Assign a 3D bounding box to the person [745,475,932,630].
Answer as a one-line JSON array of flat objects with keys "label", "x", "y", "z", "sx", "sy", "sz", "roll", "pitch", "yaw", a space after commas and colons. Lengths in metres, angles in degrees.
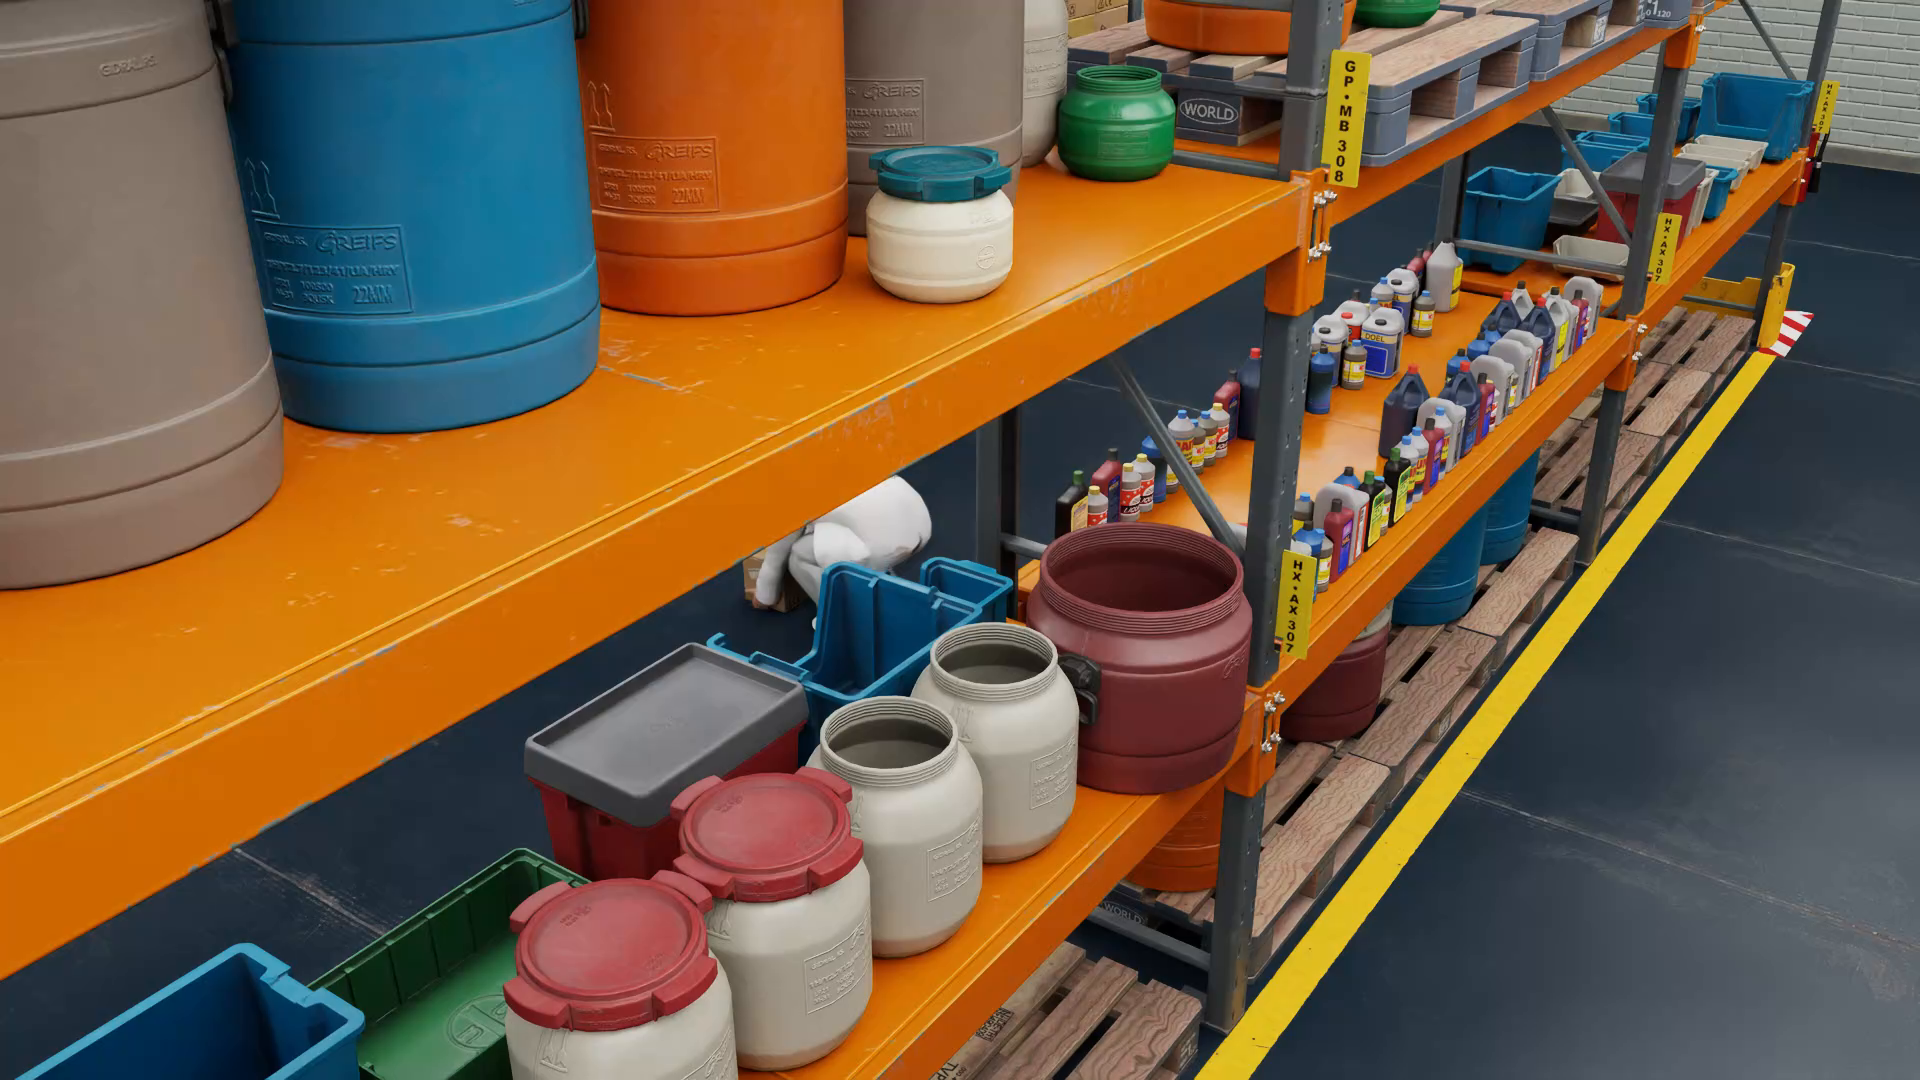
[{"label": "person", "x": -0.569, "y": 0.015, "z": 7.727, "sx": 0.946, "sy": 0.810, "sz": 0.577, "roll": 16, "pitch": 31, "yaw": 29}]
